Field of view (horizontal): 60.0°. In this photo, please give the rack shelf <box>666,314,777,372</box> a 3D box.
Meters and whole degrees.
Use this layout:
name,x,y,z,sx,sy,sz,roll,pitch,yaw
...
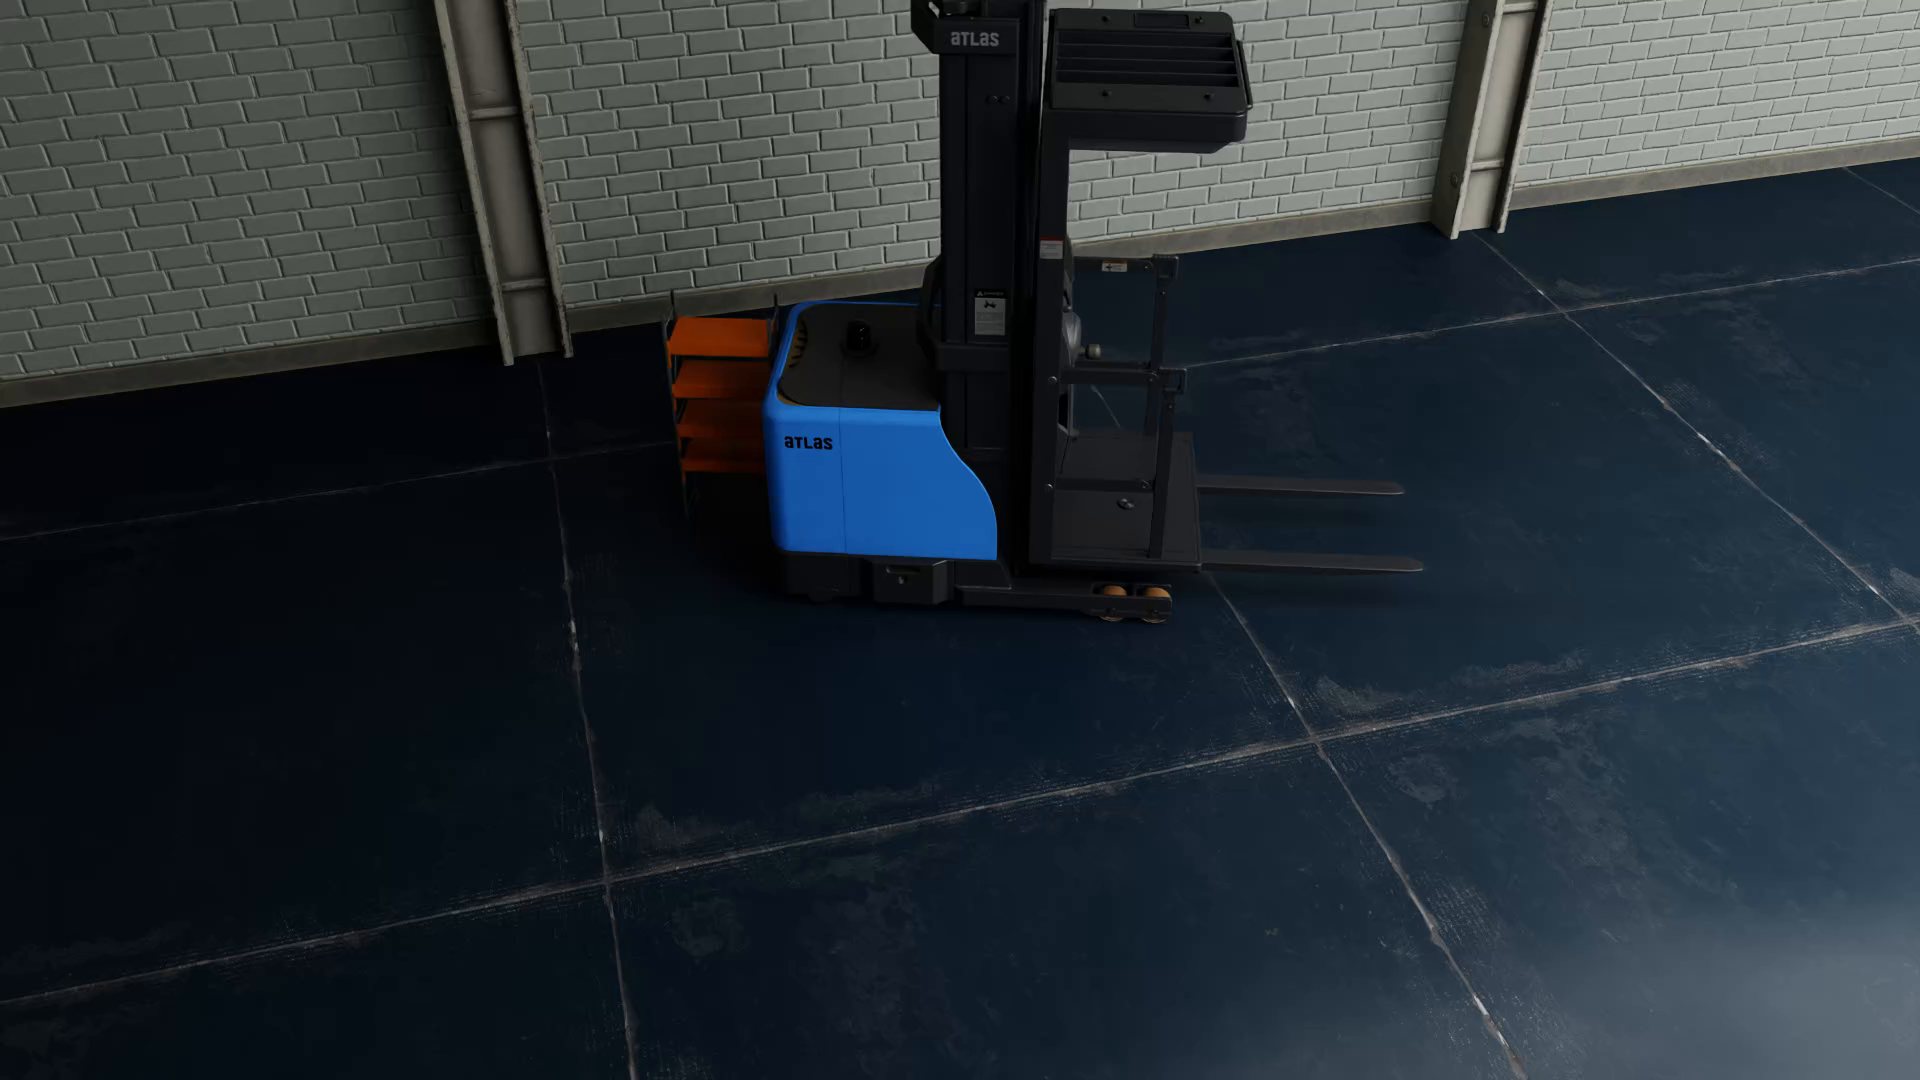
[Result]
name,x,y,z,sx,sy,sz,roll,pitch,yaw
rack shelf,-1.111,-0.925,7.804,0.480,0.148,0.258,2,37,3

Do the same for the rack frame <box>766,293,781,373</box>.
name,x,y,z,sx,sy,sz,roll,pitch,yaw
rack frame,-0.867,-0.603,8.029,0.015,1.200,0.240,2,37,3

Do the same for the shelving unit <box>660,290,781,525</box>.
name,x,y,z,sx,sy,sz,roll,pitch,yaw
shelving unit,-1.110,-0.613,8.042,0.503,1.200,0.258,2,37,3

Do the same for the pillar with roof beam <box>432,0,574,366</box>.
name,x,y,z,sx,sy,sz,roll,pitch,yaw
pillar with roof beam,-1.343,-2.169,3.658,0.400,9.000,9.100,-9,38,-12

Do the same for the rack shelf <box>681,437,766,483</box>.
name,x,y,z,sx,sy,sz,roll,pitch,yaw
rack shelf,-1.109,-0.402,8.204,0.480,0.148,0.258,2,37,3

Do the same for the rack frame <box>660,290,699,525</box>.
name,x,y,z,sx,sy,sz,roll,pitch,yaw
rack frame,-1.354,-0.623,8.056,0.015,1.200,0.240,2,37,3

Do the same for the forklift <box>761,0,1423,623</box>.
name,x,y,z,sx,sy,sz,roll,pitch,yaw
forklift,0.655,-1.115,7.275,3.031,2.935,1.130,2,37,3

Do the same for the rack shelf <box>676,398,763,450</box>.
name,x,y,z,sx,sy,sz,roll,pitch,yaw
rack shelf,-1.110,-0.560,8.083,0.480,0.148,0.258,2,37,3

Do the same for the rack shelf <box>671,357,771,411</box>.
name,x,y,z,sx,sy,sz,roll,pitch,yaw
rack shelf,-1.111,-0.737,7.947,0.480,0.148,0.258,2,37,3

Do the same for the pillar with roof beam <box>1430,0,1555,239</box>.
name,x,y,z,sx,sy,sz,roll,pitch,yaw
pillar with roof beam,4.449,-3.119,4.901,0.400,9.000,9.100,-9,38,-12
